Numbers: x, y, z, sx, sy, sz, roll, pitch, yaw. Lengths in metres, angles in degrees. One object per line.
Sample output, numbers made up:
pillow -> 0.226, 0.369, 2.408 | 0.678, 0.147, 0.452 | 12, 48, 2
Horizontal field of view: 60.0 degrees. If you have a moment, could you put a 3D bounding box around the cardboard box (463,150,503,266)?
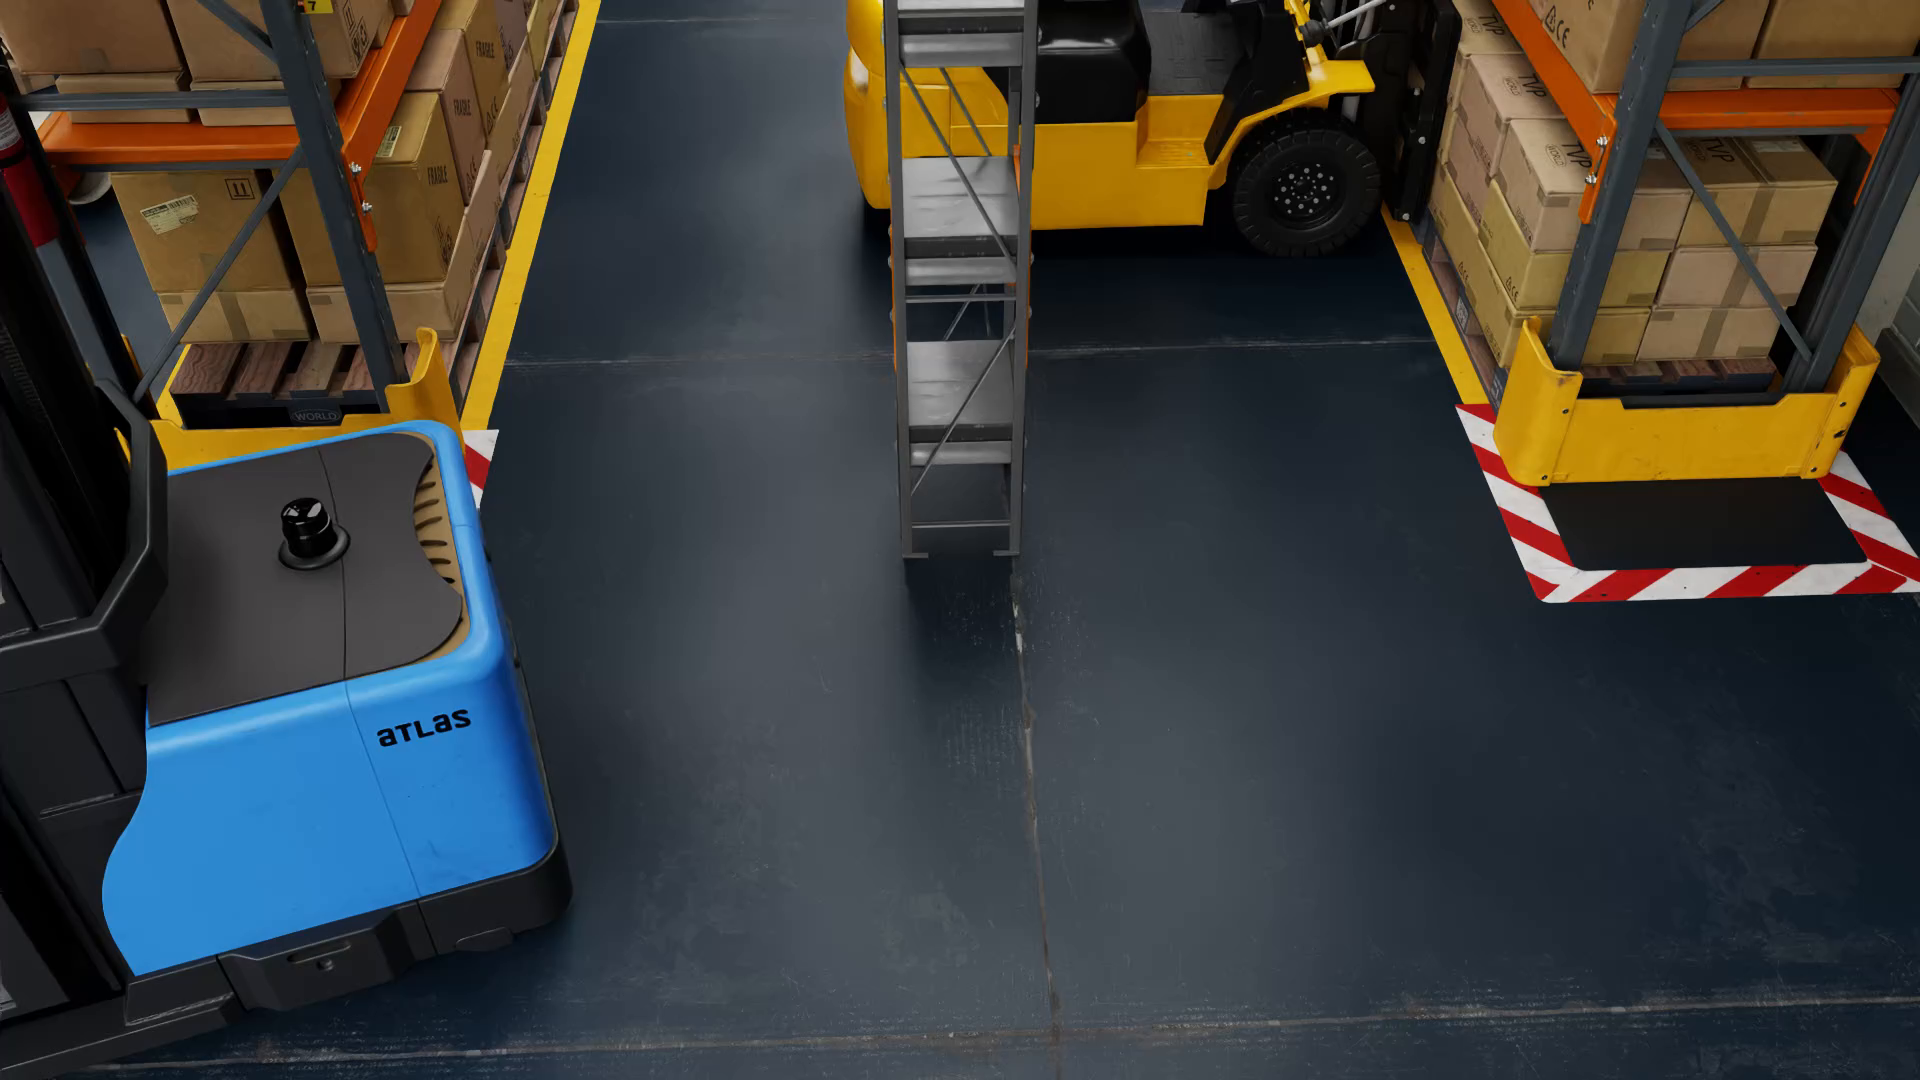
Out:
cardboard box -> -2.167, -1.340, 6.716 | 0.500, 0.250, 0.500 | 0, 43, 0

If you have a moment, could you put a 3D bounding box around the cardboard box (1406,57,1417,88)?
cardboard box -> 2.160, -2.116, 7.193 | 0.500, 0.250, 0.500 | -2, 43, -2

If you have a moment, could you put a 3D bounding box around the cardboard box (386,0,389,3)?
cardboard box -> -2.163, -2.125, 5.554 | 0.500, 0.500, 0.500 | 0, 43, 0

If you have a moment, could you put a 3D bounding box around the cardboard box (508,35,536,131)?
cardboard box -> -2.222, -2.049, 7.489 | 0.500, 0.250, 0.500 | -1, 43, -1

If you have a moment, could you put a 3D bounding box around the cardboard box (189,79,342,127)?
cardboard box -> -2.203, -1.444, 5.291 | 0.380, 0.149, 0.250 | -1, 43, -2

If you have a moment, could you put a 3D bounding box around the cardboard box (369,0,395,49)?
cardboard box -> -2.158, -1.795, 5.675 | 0.380, 0.149, 0.250 | -3, 43, -3

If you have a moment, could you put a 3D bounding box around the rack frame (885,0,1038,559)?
rack frame -> 0.003, -0.721, 4.983 | 0.400, 2.100, 0.015 | -2, 43, -2

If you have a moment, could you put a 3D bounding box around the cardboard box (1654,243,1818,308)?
cardboard box -> 2.751, -1.095, 6.079 | 0.500, 0.250, 0.500 | -1, 43, -1

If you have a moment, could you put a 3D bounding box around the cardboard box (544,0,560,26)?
cardboard box -> -2.272, -2.751, 8.256 | 0.500, 0.250, 0.500 | 0, 43, 0

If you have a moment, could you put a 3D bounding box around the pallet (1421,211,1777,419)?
pallet -> 2.489, -0.933, 6.612 | 1.003, 0.211, 1.213 | -2, 43, -2

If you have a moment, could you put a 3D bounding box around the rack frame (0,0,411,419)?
rack frame -> -2.395, -1.301, 4.950 | 1.000, 3.000, 0.127 | -2, 43, -2

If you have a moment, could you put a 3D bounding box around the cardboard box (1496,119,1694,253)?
cardboard box -> 2.233, -1.258, 5.887 | 0.500, 0.250, 0.500 | 0, 43, 0

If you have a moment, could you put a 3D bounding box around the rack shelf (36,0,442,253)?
rack shelf -> -2.480, -2.386, 6.666 | 1.077, 0.370, 4.000 | -2, 43, -2

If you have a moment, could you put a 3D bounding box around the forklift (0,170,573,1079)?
forklift -> -2.639, 0.007, 3.573 | 3.031, 2.935, 1.130 | -14, 44, -14

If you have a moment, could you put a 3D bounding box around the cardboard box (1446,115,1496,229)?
cardboard box -> 2.220, -1.430, 6.445 | 0.500, 0.250, 0.500 | -2, 43, -2

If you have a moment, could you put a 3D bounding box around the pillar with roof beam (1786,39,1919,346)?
pillar with roof beam -> -0.866, -4.030, 3.487 | 9.100, 9.000, 0.400 | -2, 43, -2

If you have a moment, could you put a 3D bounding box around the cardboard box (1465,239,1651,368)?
cardboard box -> 2.228, -0.896, 6.231 | 0.500, 0.250, 0.500 | -1, 43, -1

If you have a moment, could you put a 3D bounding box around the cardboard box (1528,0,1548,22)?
cardboard box -> 2.268, -2.158, 5.811 | 0.500, 0.500, 0.500 | 0, 43, 0

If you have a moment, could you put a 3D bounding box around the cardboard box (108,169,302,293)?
cardboard box -> -2.690, -1.252, 6.065 | 0.500, 0.500, 0.500 | -1, 43, -2

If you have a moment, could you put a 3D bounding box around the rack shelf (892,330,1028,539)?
rack shelf -> -0.007, -0.360, 5.645 | 0.431, 0.518, 0.480 | -2, 43, -2

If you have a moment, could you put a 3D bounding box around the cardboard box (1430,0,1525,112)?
cardboard box -> 2.174, -1.943, 6.634 | 0.500, 0.250, 0.500 | -1, 43, -1

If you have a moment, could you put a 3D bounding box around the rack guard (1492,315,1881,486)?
rack guard -> 2.565, -0.509, 5.935 | 1.175, 0.500, 0.348 | -2, 43, -2

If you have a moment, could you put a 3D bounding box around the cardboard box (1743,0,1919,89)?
cardboard box -> 2.820, -1.826, 5.448 | 0.500, 0.500, 0.500 | 0, 43, 0

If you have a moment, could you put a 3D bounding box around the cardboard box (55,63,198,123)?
cardboard box -> -2.625, -1.455, 5.303 | 0.380, 0.149, 0.250 | 0, 43, 0

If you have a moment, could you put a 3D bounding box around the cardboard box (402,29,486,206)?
cardboard box -> -2.181, -1.640, 6.489 | 0.500, 0.500, 0.500 | -3, 43, -3

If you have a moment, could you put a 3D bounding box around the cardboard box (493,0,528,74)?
cardboard box -> -2.226, -2.340, 7.252 | 0.500, 0.500, 0.500 | 0, 43, 0

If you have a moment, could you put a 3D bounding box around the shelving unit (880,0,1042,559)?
shelving unit -> -0.007, -0.886, 5.162 | 0.431, 2.100, 0.503 | -2, 43, -2

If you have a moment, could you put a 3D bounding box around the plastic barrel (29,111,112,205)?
plastic barrel -> -3.996, -1.703, 7.294 | 0.512, 0.421, 0.421 | 27, 49, 27

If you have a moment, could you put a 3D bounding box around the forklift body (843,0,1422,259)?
forklift body -> 0.661, -2.361, 6.734 | 2.313, 2.155, 1.214 | -2, 43, -2

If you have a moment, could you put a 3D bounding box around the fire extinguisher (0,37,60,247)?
fire extinguisher -> -2.851, -1.182, 4.877 | 0.296, 0.674, 0.183 | -2, 43, -2

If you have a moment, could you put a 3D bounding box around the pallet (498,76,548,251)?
pallet -> -2.447, -1.696, 7.444 | 1.003, 0.211, 1.213 | -2, 43, -2

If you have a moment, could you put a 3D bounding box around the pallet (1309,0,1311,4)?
pallet -> 2.386, -2.581, 8.409 | 1.003, 0.211, 1.213 | -2, 43, -2

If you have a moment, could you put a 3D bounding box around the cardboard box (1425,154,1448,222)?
cardboard box -> 2.204, -1.570, 6.967 | 0.500, 0.250, 0.500 | -1, 43, -1
